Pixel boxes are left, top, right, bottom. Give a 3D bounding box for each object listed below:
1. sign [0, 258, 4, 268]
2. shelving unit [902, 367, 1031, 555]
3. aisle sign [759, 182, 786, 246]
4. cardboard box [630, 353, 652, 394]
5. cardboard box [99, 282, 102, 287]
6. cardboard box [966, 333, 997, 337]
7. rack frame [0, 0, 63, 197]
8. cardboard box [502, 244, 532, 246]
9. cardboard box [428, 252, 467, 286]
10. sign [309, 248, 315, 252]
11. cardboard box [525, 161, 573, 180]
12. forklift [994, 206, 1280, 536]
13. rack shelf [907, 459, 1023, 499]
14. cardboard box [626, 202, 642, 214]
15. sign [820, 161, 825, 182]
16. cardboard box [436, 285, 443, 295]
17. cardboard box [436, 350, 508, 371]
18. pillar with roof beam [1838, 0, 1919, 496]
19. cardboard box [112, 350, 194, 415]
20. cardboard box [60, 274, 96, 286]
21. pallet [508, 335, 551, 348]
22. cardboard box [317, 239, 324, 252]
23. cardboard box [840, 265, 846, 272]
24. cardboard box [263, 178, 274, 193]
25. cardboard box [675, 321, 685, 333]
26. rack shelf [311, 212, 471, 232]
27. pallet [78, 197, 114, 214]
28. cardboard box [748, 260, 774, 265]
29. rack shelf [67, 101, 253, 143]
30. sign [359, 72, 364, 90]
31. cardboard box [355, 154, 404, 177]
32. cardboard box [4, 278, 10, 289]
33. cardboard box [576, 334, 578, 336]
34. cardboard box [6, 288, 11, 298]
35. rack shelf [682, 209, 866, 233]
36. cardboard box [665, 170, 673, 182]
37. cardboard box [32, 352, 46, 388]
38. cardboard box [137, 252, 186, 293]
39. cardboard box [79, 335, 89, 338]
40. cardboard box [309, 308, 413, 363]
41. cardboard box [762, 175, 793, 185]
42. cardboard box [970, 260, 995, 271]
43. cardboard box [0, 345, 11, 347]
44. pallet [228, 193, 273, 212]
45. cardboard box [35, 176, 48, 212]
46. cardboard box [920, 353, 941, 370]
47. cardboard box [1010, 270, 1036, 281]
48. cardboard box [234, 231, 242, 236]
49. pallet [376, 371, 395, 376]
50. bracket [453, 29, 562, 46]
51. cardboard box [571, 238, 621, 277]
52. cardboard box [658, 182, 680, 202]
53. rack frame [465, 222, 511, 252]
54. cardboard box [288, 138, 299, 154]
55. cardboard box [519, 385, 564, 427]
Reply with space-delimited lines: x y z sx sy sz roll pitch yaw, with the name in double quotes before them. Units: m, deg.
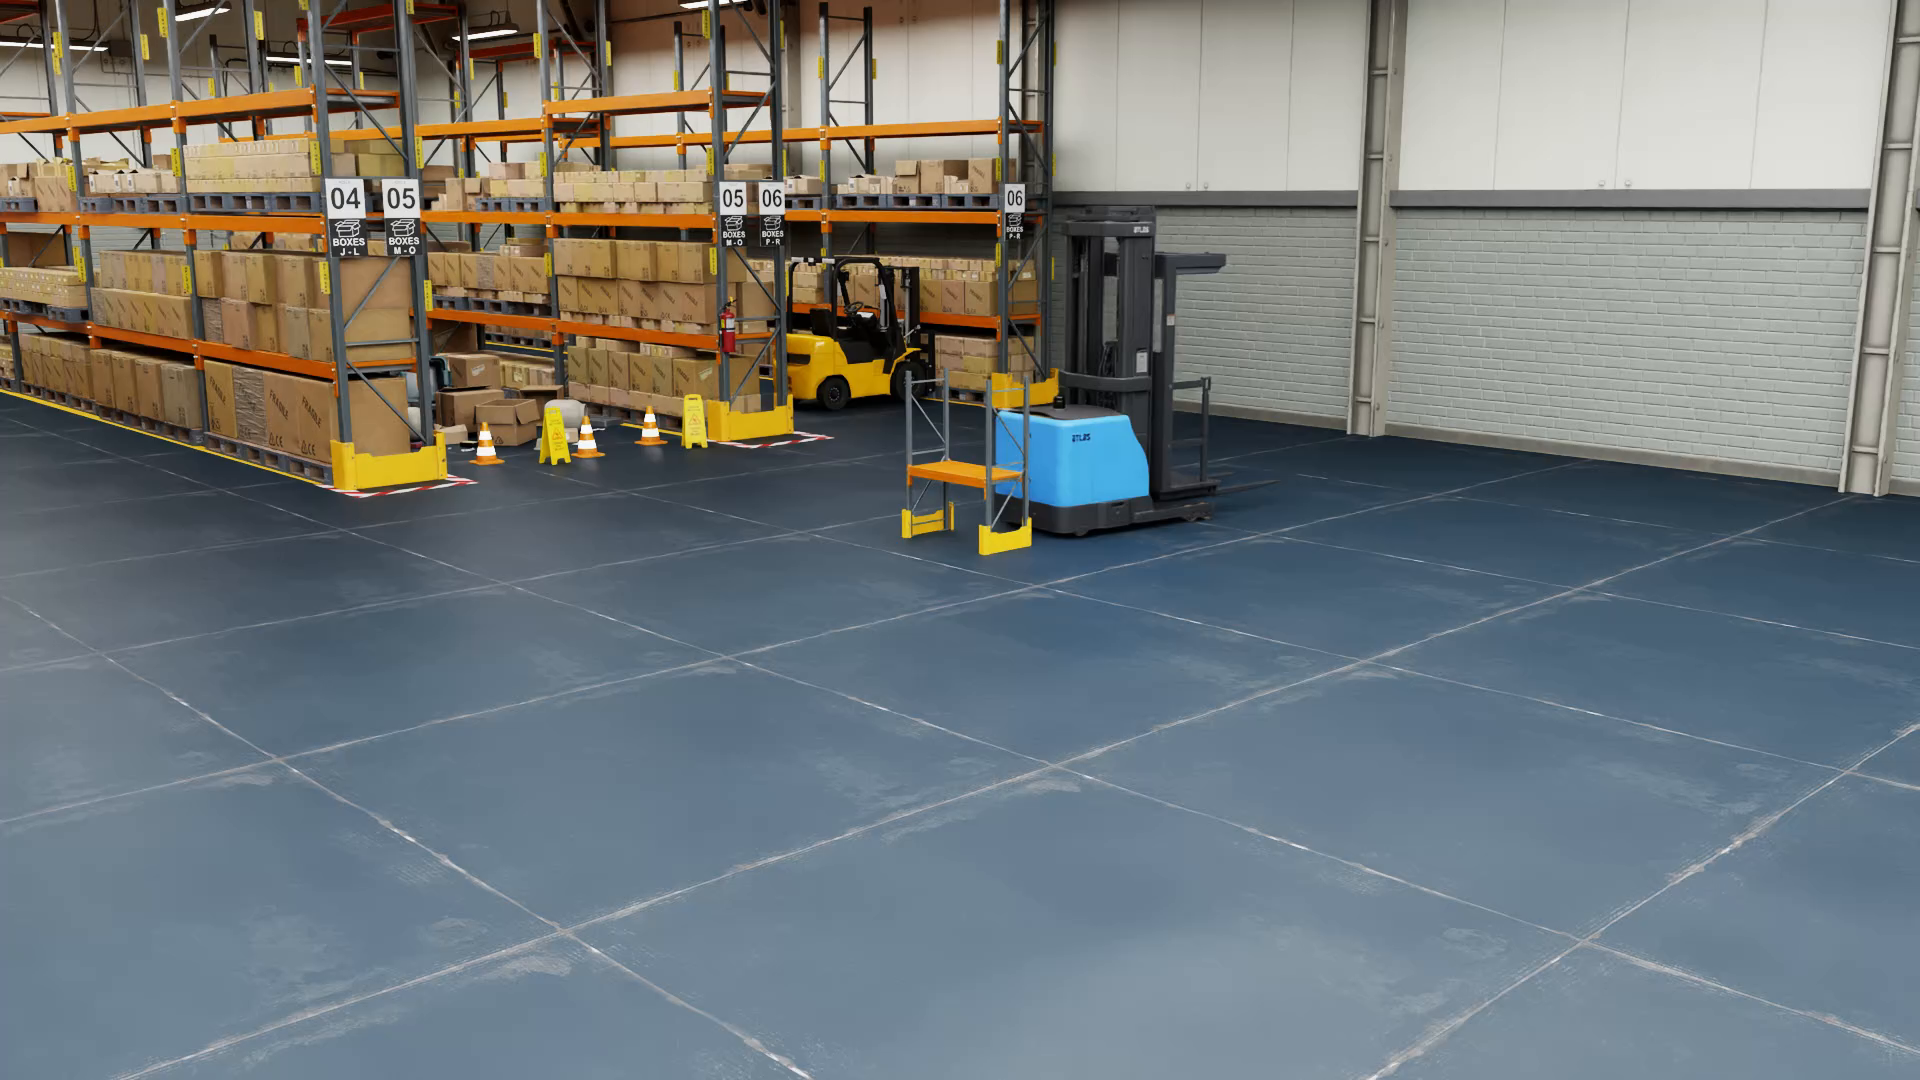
"sign" -14.817 -4.192 25.679 0.100 0.325 0.005 -11 16 -43
"shelving unit" 0.053 -0.723 14.706 0.587 1.500 1.083 -11 16 -43
"aisle sign" -2.366 -4.105 20.961 0.394 0.787 0.004 -11 16 -43
"cardboard box" -4.081 -2.255 22.338 0.500 0.500 0.500 11 16 44
"cardboard box" -12.232 -3.665 24.114 0.250 0.149 0.380 11 16 43
"cardboard box" 0.412 -3.008 25.372 0.500 0.250 0.500 -11 16 -42
"rack frame" -14.430 -6.783 25.533 1.000 3.000 0.127 -11 16 -43
"cardboard box" -6.823 -4.484 25.609 0.250 0.149 0.380 11 16 42
"cardboard box" -8.014 -4.268 26.167 0.500 0.500 0.500 11 16 44
"sign" -11.320 -4.934 29.087 0.100 0.325 0.005 -11 16 -43
"cardboard box" -5.887 -5.295 23.836 0.500 0.250 0.500 -10 16 -41
"forklift" 1.801 -1.681 15.807 3.031 2.935 1.130 -9 14 -36
"rack shelf" 0.059 -0.546 14.736 0.538 0.185 1.000 -11 16 -43
"cardboard box" -4.174 -4.375 21.902 0.380 0.149 0.250 -11 16 -43
"sign" -2.193 -5.873 26.491 0.100 0.325 0.005 -11 16 -43
"cardboard box" -8.067 -3.975 26.352 0.250 0.149 0.380 11 16 42
"cardboard box" -7.774 -2.800 26.541 0.625 0.372 0.950 10 16 41
"pillar with roof beam" 6.299 -4.304 13.503 9.100 9.000 0.400 -11 16 -43
"cardboard box" -10.706 -2.136 22.381 1.050 0.750 0.750 -11 16 -42
"cardboard box" -12.338 -3.643 23.265 0.250 0.149 0.380 11 16 43
"pallet" -8.652 -4.154 34.551 1.003 0.211 1.213 -11 16 -43
"cardboard box" -10.824 -4.984 28.941 0.500 0.500 0.500 -11 16 -42
"cardboard box" -1.778 -4.357 26.772 0.380 0.149 0.250 -11 16 -43
"cardboard box" -7.321 -3.844 18.036 0.380 0.149 0.250 -11 16 -43
"cardboard box" -3.462 -2.761 21.504 0.380 0.149 0.250 -11 16 -44
"rack shelf" -9.538 -5.374 27.912 1.077 0.370 4.000 -11 16 -43
"pallet" -11.185 -4.551 22.601 1.213 0.211 1.003 -10 15 -40
"cardboard box" -3.414 -4.725 28.558 0.380 0.149 0.250 -11 16 -43
"rack shelf" -10.286 -5.359 21.396 1.077 0.370 4.000 -11 16 -43
"sign" -10.535 -8.061 29.226 0.100 0.325 0.005 -11 16 -43
"cardboard box" -6.291 -3.996 17.784 0.500 0.250 0.500 -11 16 -43
"cardboard box" -14.310 -3.914 25.319 0.380 0.149 0.250 -11 16 -44
"cardboard box" -7.617 -4.260 33.775 0.500 0.311 0.500 -10 15 -41
"cardboard box" -14.295 -3.766 25.339 0.380 0.149 0.250 -11 16 -42
"rack shelf" -3.189 -5.483 28.438 1.077 0.370 4.000 -11 16 -43
"cardboard box" -3.557 -4.665 21.332 0.380 0.149 0.250 -11 16 -42
"cardboard box" -13.745 -2.604 25.272 0.500 0.500 0.500 -10 15 -40
"cardboard box" -10.306 -3.510 21.788 0.700 0.500 0.500 -11 16 -43
"cardboard box" -13.012 -2.968 25.178 0.500 0.250 0.500 11 16 43
"cardboard box" -6.432 -2.215 17.855 0.875 0.550 0.550 -11 16 -43
"cardboard box" -3.014 -5.938 27.797 0.500 0.311 0.500 11 16 43
"cardboard box" 0.362 -4.057 24.577 0.380 0.149 0.250 -11 16 -42
"cardboard box" -15.369 -3.077 26.962 0.380 0.149 0.250 -10 15 -41
"pallet" -7.510 -3.804 18.728 1.003 0.211 1.213 -11 16 -43
"cardboard box" -12.943 -4.972 23.928 0.500 0.500 0.500 -11 16 -43
"cardboard box" -0.318 -2.769 25.450 0.500 0.250 0.500 -11 16 -44
"cardboard box" 0.908 -3.942 24.758 0.250 0.149 0.380 11 16 44
"cardboard box" -13.637 -5.899 31.777 0.380 0.149 0.250 -10 16 -41
"pallet" -9.486 -2.903 28.480 1.003 0.211 1.213 -11 16 -43
"bracket" -9.484 -10.557 34.932 0.076 0.066 4.783 -11 16 -43
"cardboard box" -4.911 -3.894 22.916 0.700 0.500 0.500 -11 16 -42
"cardboard box" -3.518 -4.452 21.287 0.500 0.250 0.500 -11 16 -43
"rack frame" -10.095 -5.825 35.752 1.000 3.000 0.127 -11 16 -43
"cardboard box" -6.792 -4.123 17.415 0.380 0.149 0.250 -11 16 -42
"cardboard box" -5.639 -1.813 22.464 0.500 0.500 0.500 -1 12 -4
